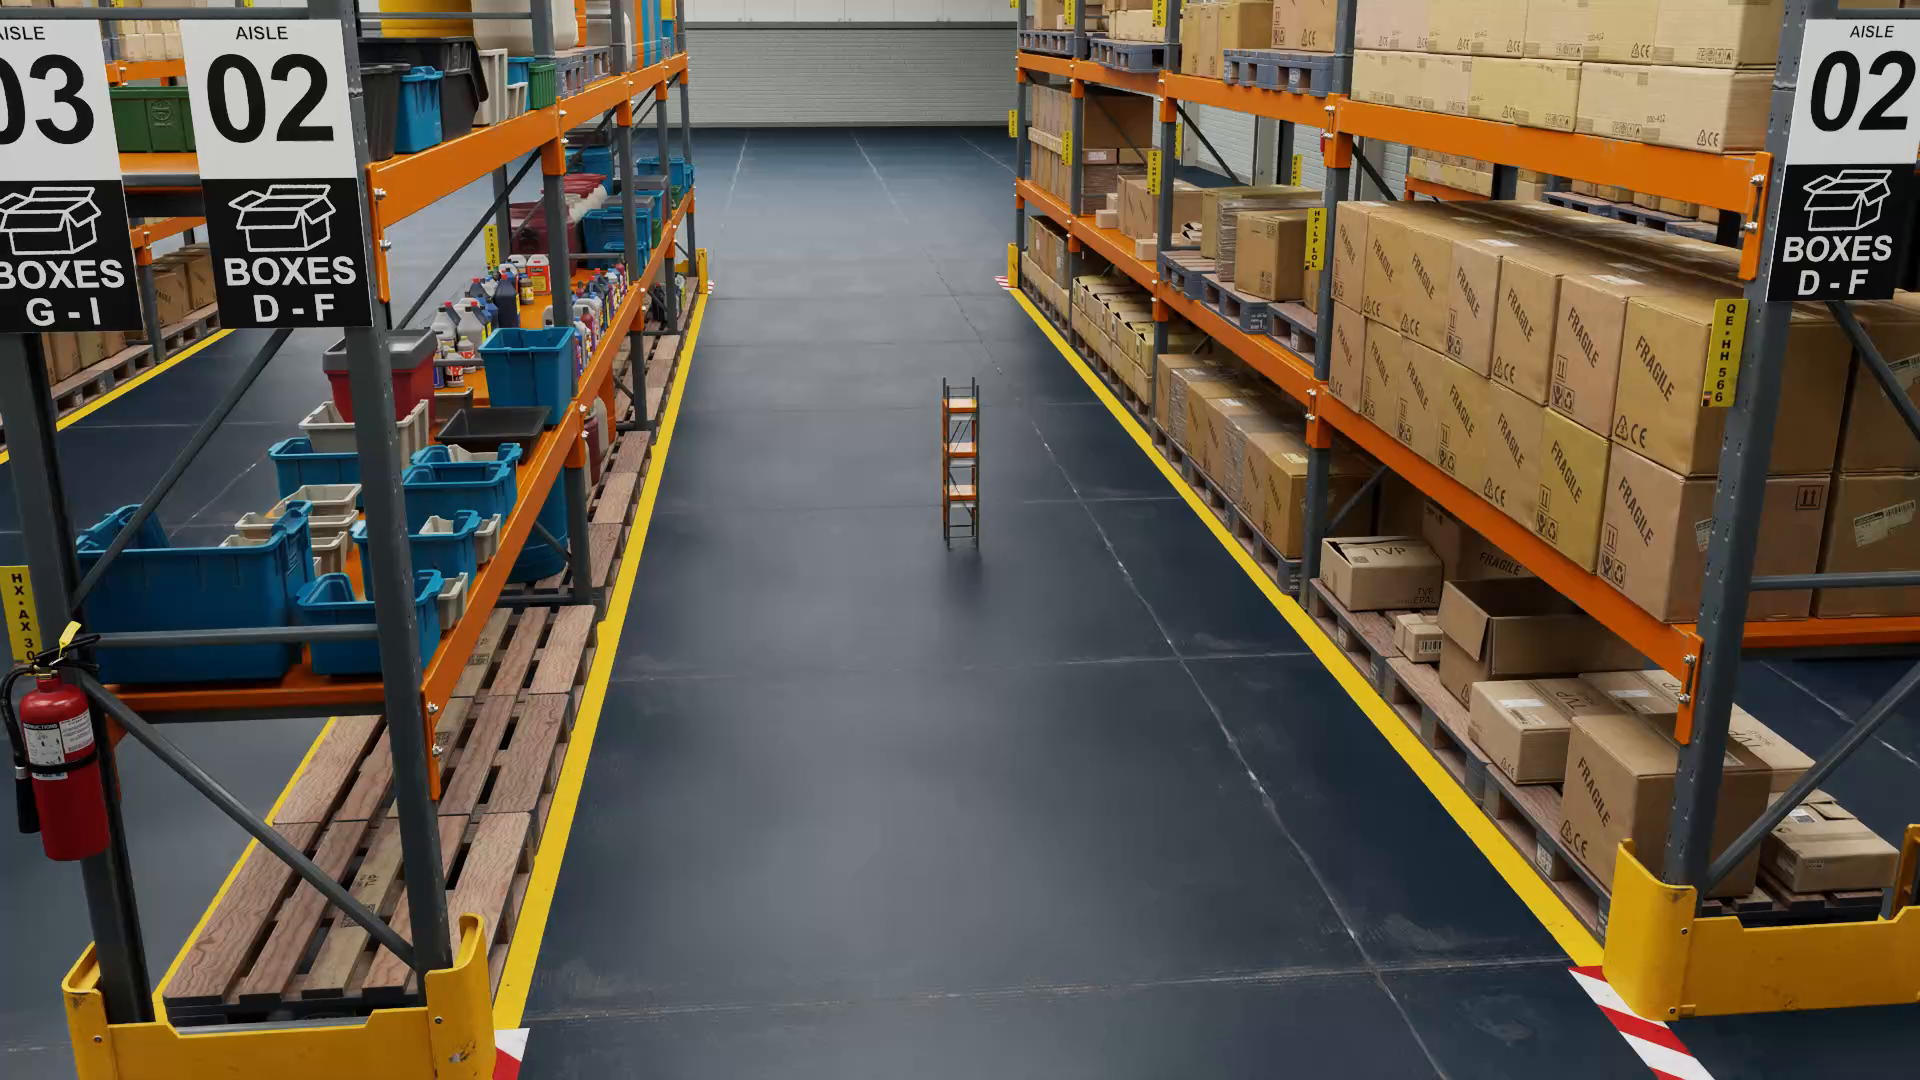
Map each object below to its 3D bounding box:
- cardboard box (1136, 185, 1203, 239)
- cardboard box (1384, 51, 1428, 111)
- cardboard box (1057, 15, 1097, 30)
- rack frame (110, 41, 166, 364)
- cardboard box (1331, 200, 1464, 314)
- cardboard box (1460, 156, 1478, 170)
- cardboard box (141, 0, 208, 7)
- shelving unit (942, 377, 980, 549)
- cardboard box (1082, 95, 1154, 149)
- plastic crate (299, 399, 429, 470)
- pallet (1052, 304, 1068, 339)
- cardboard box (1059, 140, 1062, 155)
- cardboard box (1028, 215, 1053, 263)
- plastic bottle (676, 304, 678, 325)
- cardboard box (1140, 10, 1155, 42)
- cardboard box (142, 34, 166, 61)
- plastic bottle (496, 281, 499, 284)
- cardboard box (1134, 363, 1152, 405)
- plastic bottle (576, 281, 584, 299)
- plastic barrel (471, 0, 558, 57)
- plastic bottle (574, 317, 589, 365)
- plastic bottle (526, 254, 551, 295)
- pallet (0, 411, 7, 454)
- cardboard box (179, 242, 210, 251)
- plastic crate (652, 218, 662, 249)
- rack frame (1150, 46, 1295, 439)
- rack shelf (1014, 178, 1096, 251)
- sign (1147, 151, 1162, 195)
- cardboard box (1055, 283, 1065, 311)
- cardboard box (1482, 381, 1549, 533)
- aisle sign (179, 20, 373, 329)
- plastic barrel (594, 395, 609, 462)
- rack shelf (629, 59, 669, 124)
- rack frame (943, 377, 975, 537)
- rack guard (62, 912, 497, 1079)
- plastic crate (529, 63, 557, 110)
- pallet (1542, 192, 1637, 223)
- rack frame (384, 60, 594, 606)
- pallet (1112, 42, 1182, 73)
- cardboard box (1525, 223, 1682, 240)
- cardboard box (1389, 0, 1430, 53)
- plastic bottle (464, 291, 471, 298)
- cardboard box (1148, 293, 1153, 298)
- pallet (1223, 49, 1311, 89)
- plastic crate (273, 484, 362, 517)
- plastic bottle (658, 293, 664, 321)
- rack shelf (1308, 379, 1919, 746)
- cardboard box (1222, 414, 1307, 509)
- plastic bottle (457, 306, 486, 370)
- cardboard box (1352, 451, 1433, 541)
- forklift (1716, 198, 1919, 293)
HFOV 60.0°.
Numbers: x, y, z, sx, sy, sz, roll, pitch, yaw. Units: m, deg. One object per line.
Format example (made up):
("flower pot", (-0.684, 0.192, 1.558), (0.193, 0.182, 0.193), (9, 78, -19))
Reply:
("cardboard box", (1.835, -2.798, 14.415), (0.500, 0.500, 0.500), (-3, 18, -9))
("cardboard box", (2.288, -2.117, 7.656), (0.500, 0.250, 0.500), (-2, 18, -6))
("cardboard box", (1.216, -5.372, 17.258), (0.380, 0.149, 0.250), (-2, 18, -6))
("rack frame", (-8.242, -3.138, 15.664), (1.000, 3.000, 0.127), (-2, 18, -6))
("cardboard box", (2.206, -1.435, 8.404), (0.500, 0.500, 0.500), (-1, 17, -4))
("cardboard box", (-1.083, -3.971, 15.632), (15.156, 1.490, 5.998), (-1, 17, -4))
("cardboard box", (-8.243, -5.735, 17.430), (0.500, 0.500, 0.500), (-2, 18, -6))
("shelving unit", (0.005, -0.485, 10.469), (0.215, 1.050, 0.252), (-2, 18, -6))
("cardboard box", (1.560, -4.241, 16.847), (0.700, 0.500, 0.500), (-2, 18, -5))
("plastic crate", (-2.516, -0.419, 7.101), (0.437, 0.282, 0.530), (-2, 18, -6))
("pallet", (1.571, -2.351, 17.812), (1.003, 0.211, 1.213), (-2, 18, -6))
("cardboard box", (1.268, -4.178, 17.726), (0.380, 0.149, 0.250), (-2, 18, -6))
("cardboard box", (1.087, -3.565, 19.663), (0.500, 0.500, 0.500), (-2, 18, -6))
("plastic bottle", (-2.912, -2.308, 16.840), (0.097, 0.271, 0.097), (0, 17, 0))
("cardboard box", (1.802, -4.271, 13.814), (0.500, 0.250, 0.500), (-2, 18, -7))
("cardboard box", (-8.093, -4.797, 16.191), (0.500, 0.250, 0.500), (-2, 18, -6))
("plastic bottle", (-3.134, -1.652, 11.264), (0.097, 0.201, 0.097), (0, 17, 0))
("cardboard box", (1.728, -1.289, 13.664), (0.500, 0.250, 0.500), (-1, 17, -4))
("plastic bottle", (-2.443, -1.536, 10.757), (0.061, 0.283, 0.133), (-2, 18, -6))
("plastic barrel", (-2.295, -2.768, 8.551), (0.433, 0.535, 0.433), (0, 17, 0))
("plastic bottle", (-2.182, -1.140, 9.516), (0.097, 0.271, 0.097), (0, 17, 0))
("plastic bottle", (-3.029, -1.906, 11.947), (0.152, 0.276, 0.135), (-2, 18, -6))
("pallet", (-7.909, -0.849, 13.028), (1.003, 0.211, 1.213), (-2, 18, -6))
("cardboard box", (-8.607, -3.151, 19.177), (0.500, 0.500, 0.500), (1, 17, 5))
("plastic crate", (-2.855, -2.680, 14.558), (0.450, 0.188, 0.662), (-2, 18, -6))
("rack frame", (2.024, -2.251, 12.839), (1.000, 3.000, 0.127), (-2, 18, -6))
("rack shelf", (1.406, -3.695, 18.641), (1.077, 0.370, 4.000), (-2, 18, -6))
("sign", (1.473, -2.785, 12.608), (0.100, 0.325, 0.005), (-2, 18, -6))
("cardboard box", (1.305, -2.612, 17.878), (0.500, 0.250, 0.500), (-2, 18, -6))
("cardboard box", (2.430, -0.344, 6.597), (0.500, 0.500, 0.500), (-2, 18, -5))
("aisle sign", (-1.775, -0.944, 4.335), (0.394, 0.787, 0.004), (-2, 18, -6))
("plastic barrel", (-2.688, -0.802, 11.676), (0.421, 0.512, 0.421), (0, 17, 0))
("rack shelf", (-3.109, -3.783, 13.912), (1.077, 0.370, 4.000), (-2, 18, -6))
("rack frame", (-0.007, -0.521, 10.585), (0.200, 1.050, 0.008), (-2, 18, -6))
("rack guard", (-2.062, 1.484, 5.116), (1.175, 0.500, 0.348), (-2, 18, -6))
("plastic crate", (-2.146, -2.121, 7.770), (0.450, 0.188, 0.662), (-2, 18, -6))
("pallet", (6.473, -3.273, 16.415), (1.003, 0.211, 1.213), (-2, 18, -6))
("rack frame", (-2.490, -0.907, 8.560), (1.000, 3.000, 0.127), (-2, 18, -6))
("pallet", (1.865, -3.791, 13.054), (1.213, 0.211, 1.003), (-1, 17, -3))
("cardboard box", (2.854, -1.139, 7.460), (0.500, 0.500, 0.500), (-2, 18, -5))
("cardboard box", (2.293, -2.356, 7.581), (0.500, 0.250, 0.500), (-2, 18, -6))
("plastic bottle", (-3.049, -1.395, 10.307), (0.061, 0.283, 0.133), (-2, 18, -6))
("cardboard box", (2.048, -2.183, 15.577), (0.500, 0.311, 0.500), (-2, 18, -6))
("pallet", (2.329, -2.906, 10.232), (1.213, 0.211, 1.003), (-2, 18, -6))
("plastic crate", (-2.460, -0.112, 6.368), (0.298, 0.136, 0.250), (-2, 18, -6))
("plastic bottle", (-3.079, -2.405, 17.131), (0.061, 0.283, 0.133), (-2, 18, -6))
("rack shelf", (2.643, -0.120, 7.253), (1.077, 0.370, 4.000), (-2, 18, -6))
("cardboard box", (2.007, -0.512, 10.738), (0.500, 0.500, 0.500), (-2, 17, -5))
("plastic bottle", (-2.767, -1.152, 9.421), (0.144, 0.351, 0.185), (-2, 18, -6))
("cardboard box", (2.629, -0.228, 9.835), (0.500, 0.500, 0.500), (-3, 18, -8))
("forklift", (4.698, -1.208, 9.633), (1.130, 2.935, 3.031), (-2, 18, -7))
